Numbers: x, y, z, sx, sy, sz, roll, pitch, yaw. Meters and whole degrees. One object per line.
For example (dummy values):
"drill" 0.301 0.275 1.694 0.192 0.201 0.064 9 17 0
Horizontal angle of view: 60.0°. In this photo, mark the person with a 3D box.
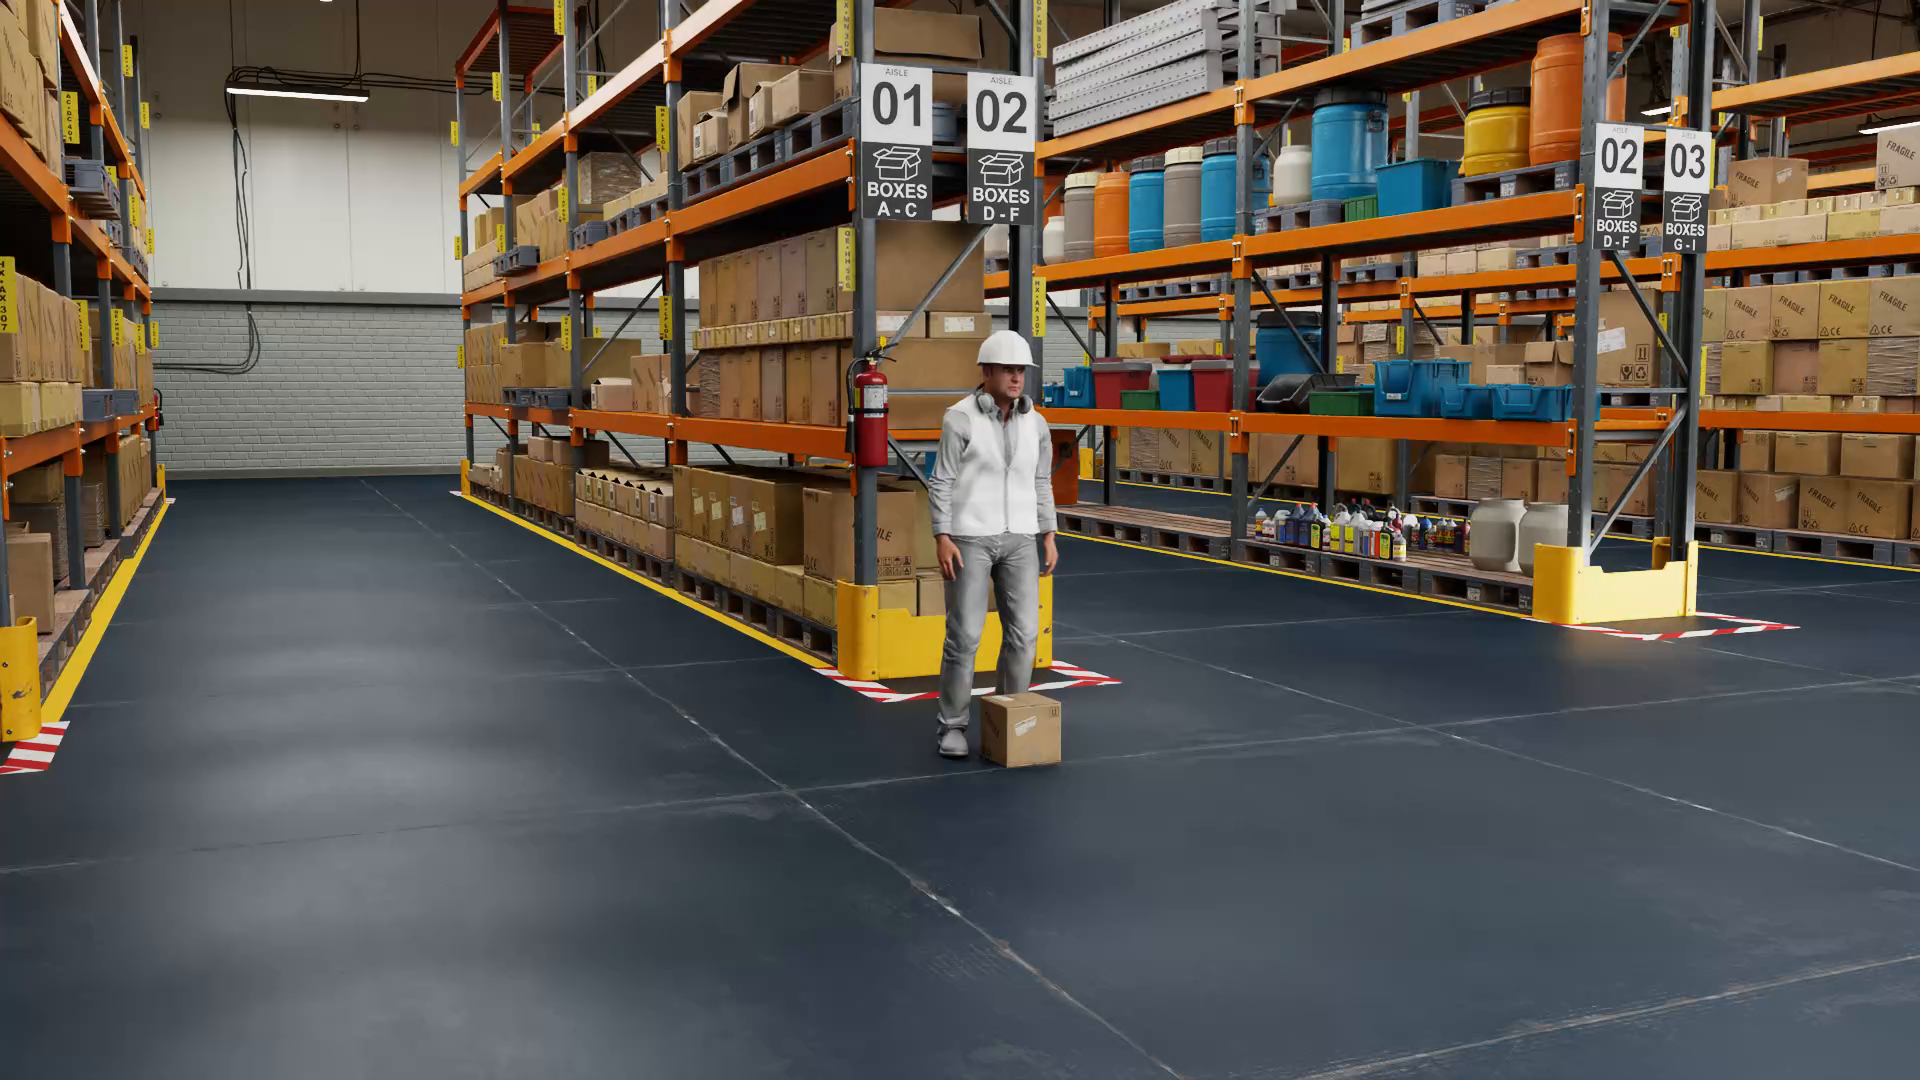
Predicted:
"person" 0.148 0.005 7.051 0.589 1.772 0.465 -3 6 -26
